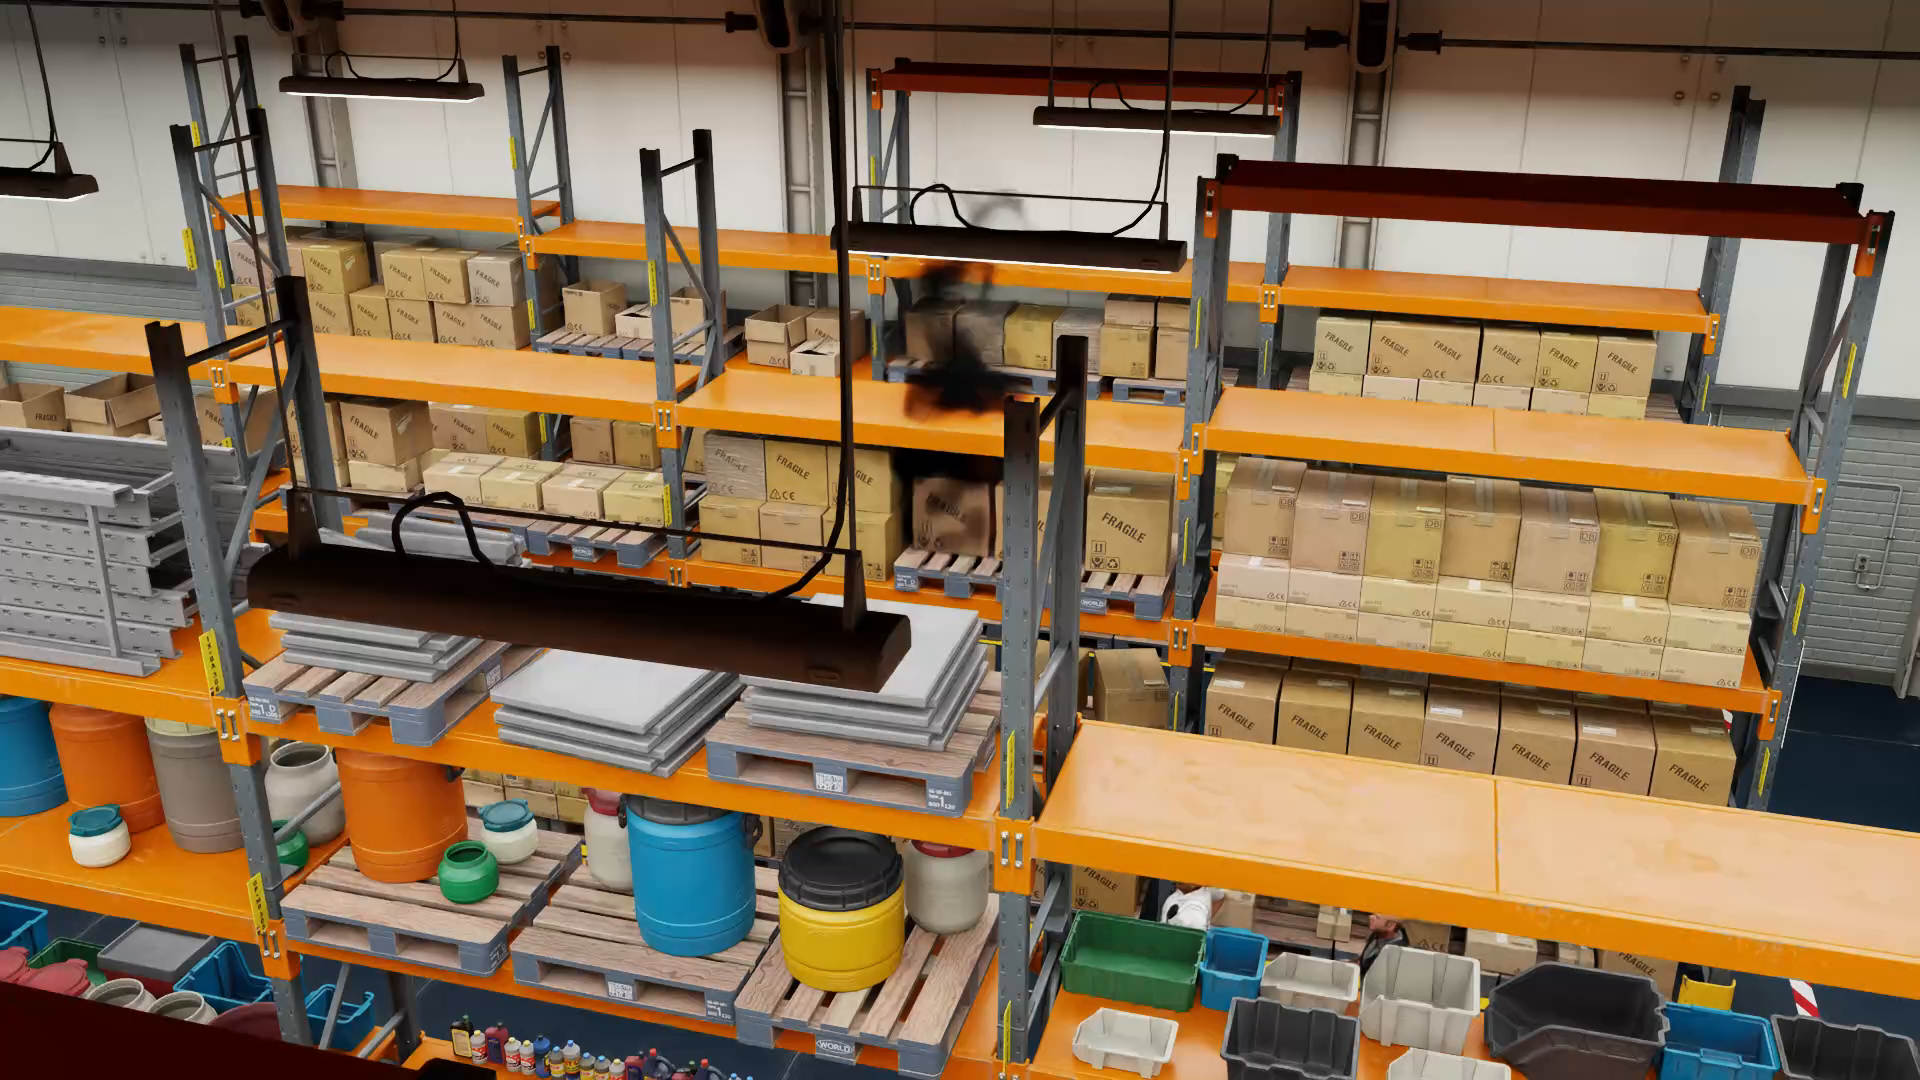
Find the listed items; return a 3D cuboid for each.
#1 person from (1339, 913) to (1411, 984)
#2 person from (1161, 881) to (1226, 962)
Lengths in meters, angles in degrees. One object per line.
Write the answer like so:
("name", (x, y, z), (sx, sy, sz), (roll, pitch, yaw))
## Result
("person", (2.865, 3.091, 10.997), (0.970, 1.627, 0.655), (2, 23, 5))
("person", (1.534, 2.859, 11.089), (0.727, 1.754, 0.589), (0, 23, 1))
